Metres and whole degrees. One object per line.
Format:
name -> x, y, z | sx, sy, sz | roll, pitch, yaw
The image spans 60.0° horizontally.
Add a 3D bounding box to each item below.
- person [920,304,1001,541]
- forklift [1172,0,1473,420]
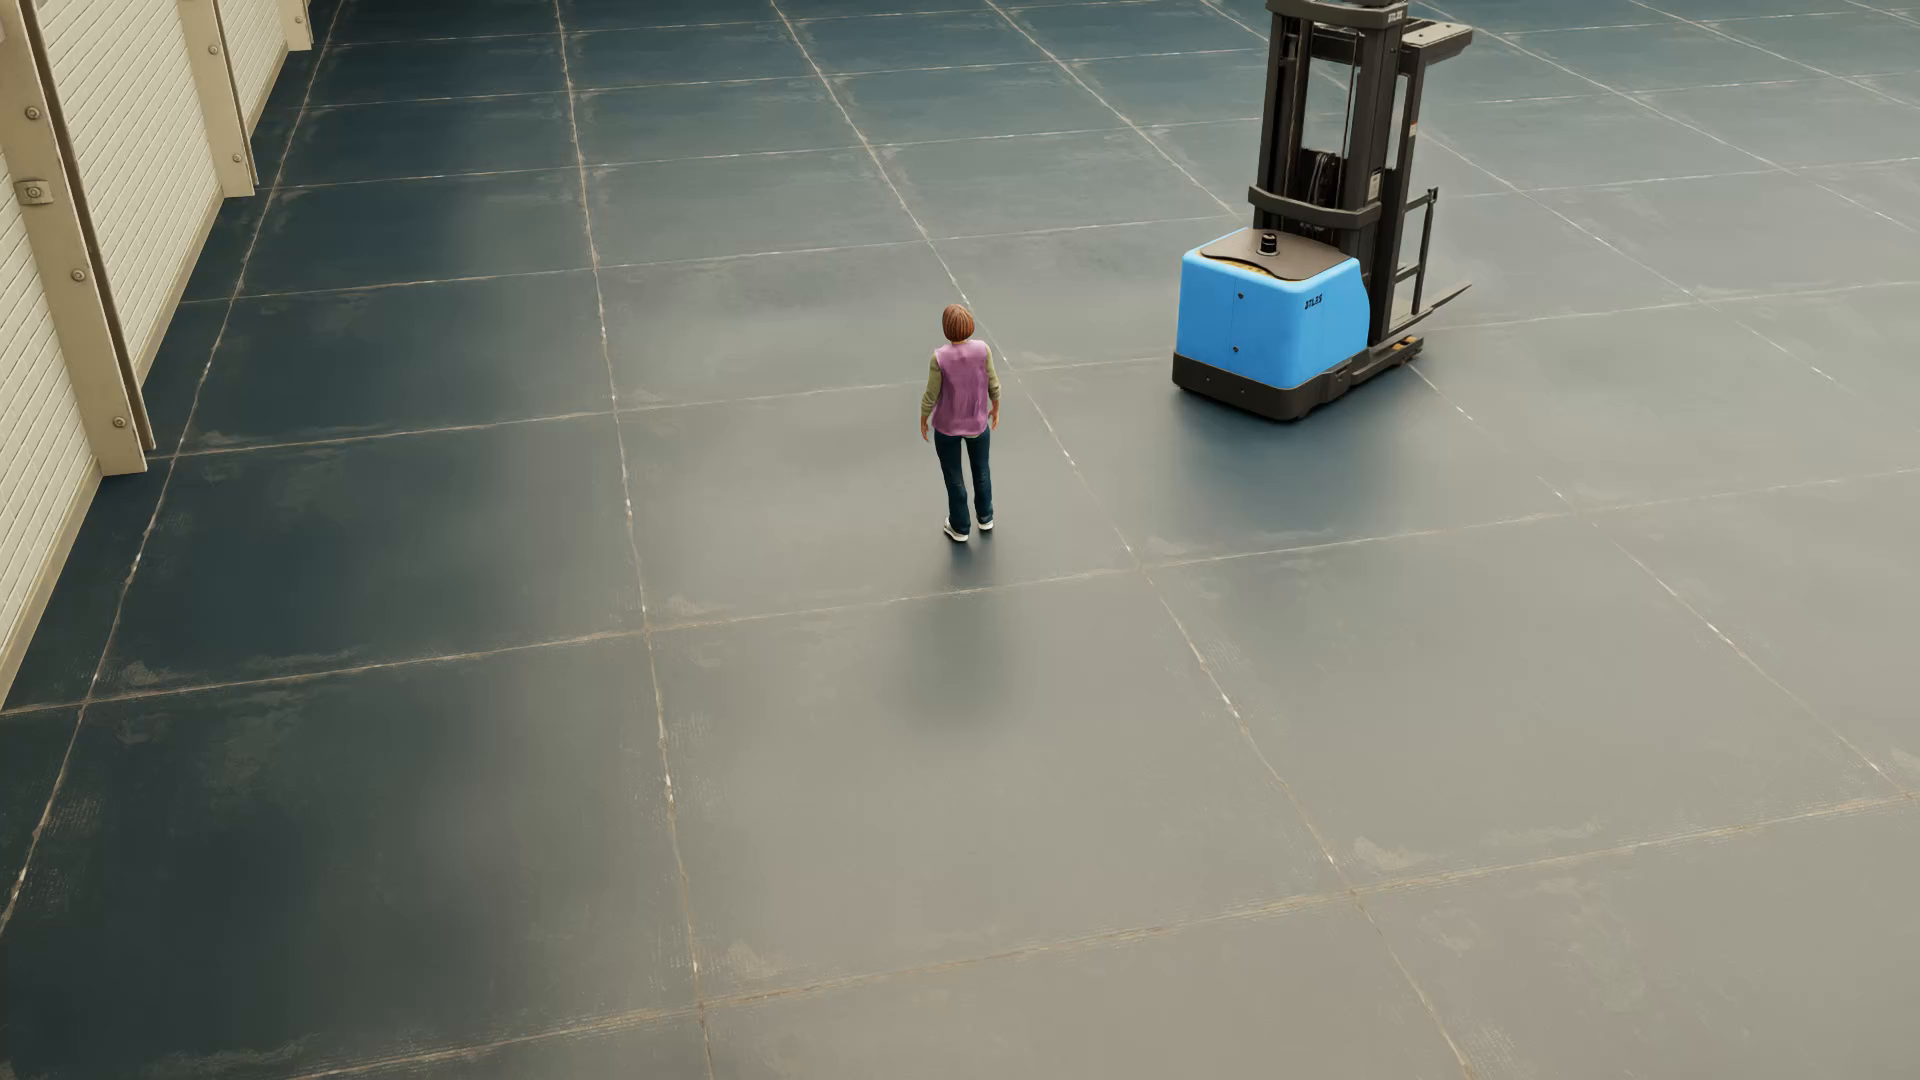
person -> -0.003, -0.735, 10.161 | 0.520, 1.597, 0.476 | -7, 31, -12
forklift -> 2.956, -2.768, 12.356 | 1.130, 2.935, 3.031 | 25, 38, 36
